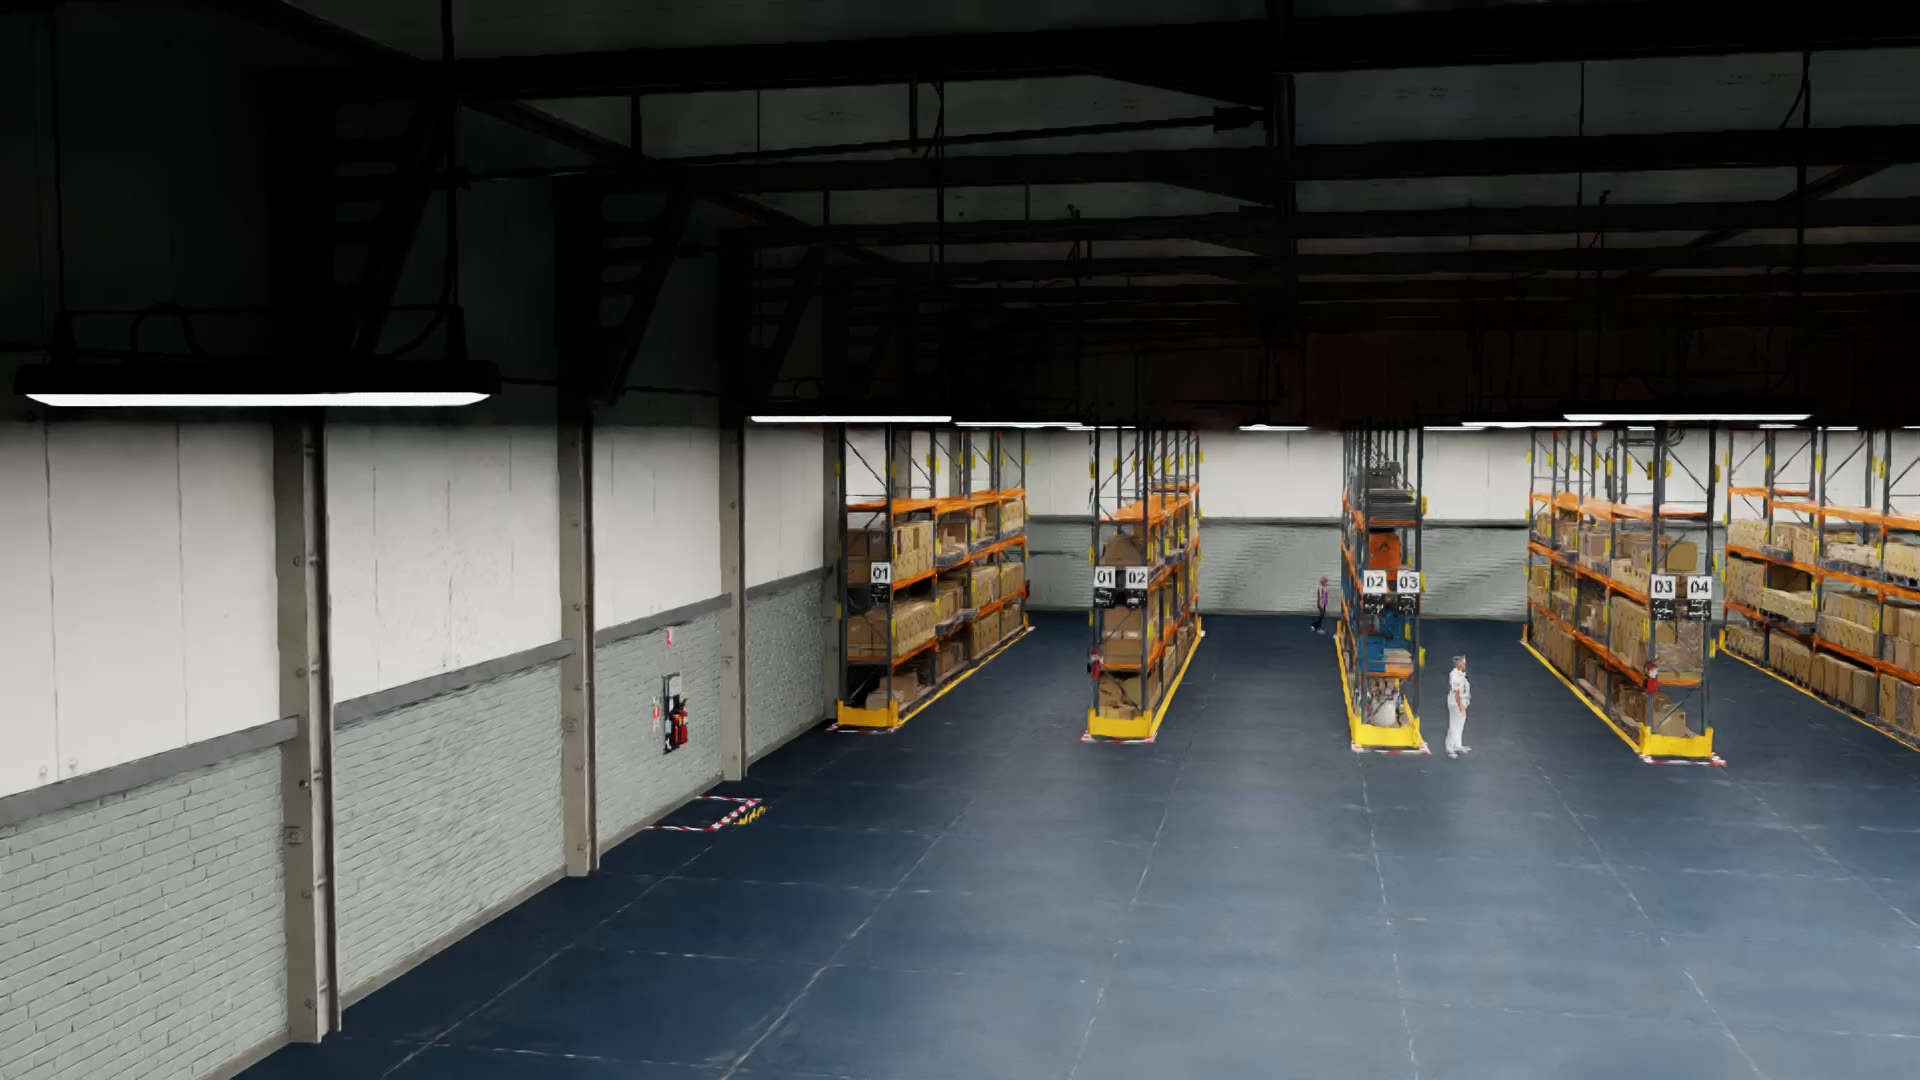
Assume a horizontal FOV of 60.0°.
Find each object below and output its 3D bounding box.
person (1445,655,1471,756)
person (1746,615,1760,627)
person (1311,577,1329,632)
[{"bbox_3d":[8.838,2.914,29.484,0.405,1.765,0.717,2,4,22],"label":"person"},{"bbox_3d":[21.607,1.962,45.223,0.682,1.659,0.498,-1,4,-15],"label":"person"},{"bbox_3d":[10.263,1.842,47.451,0.428,1.590,0.574,3,4,34],"label":"person"}]
